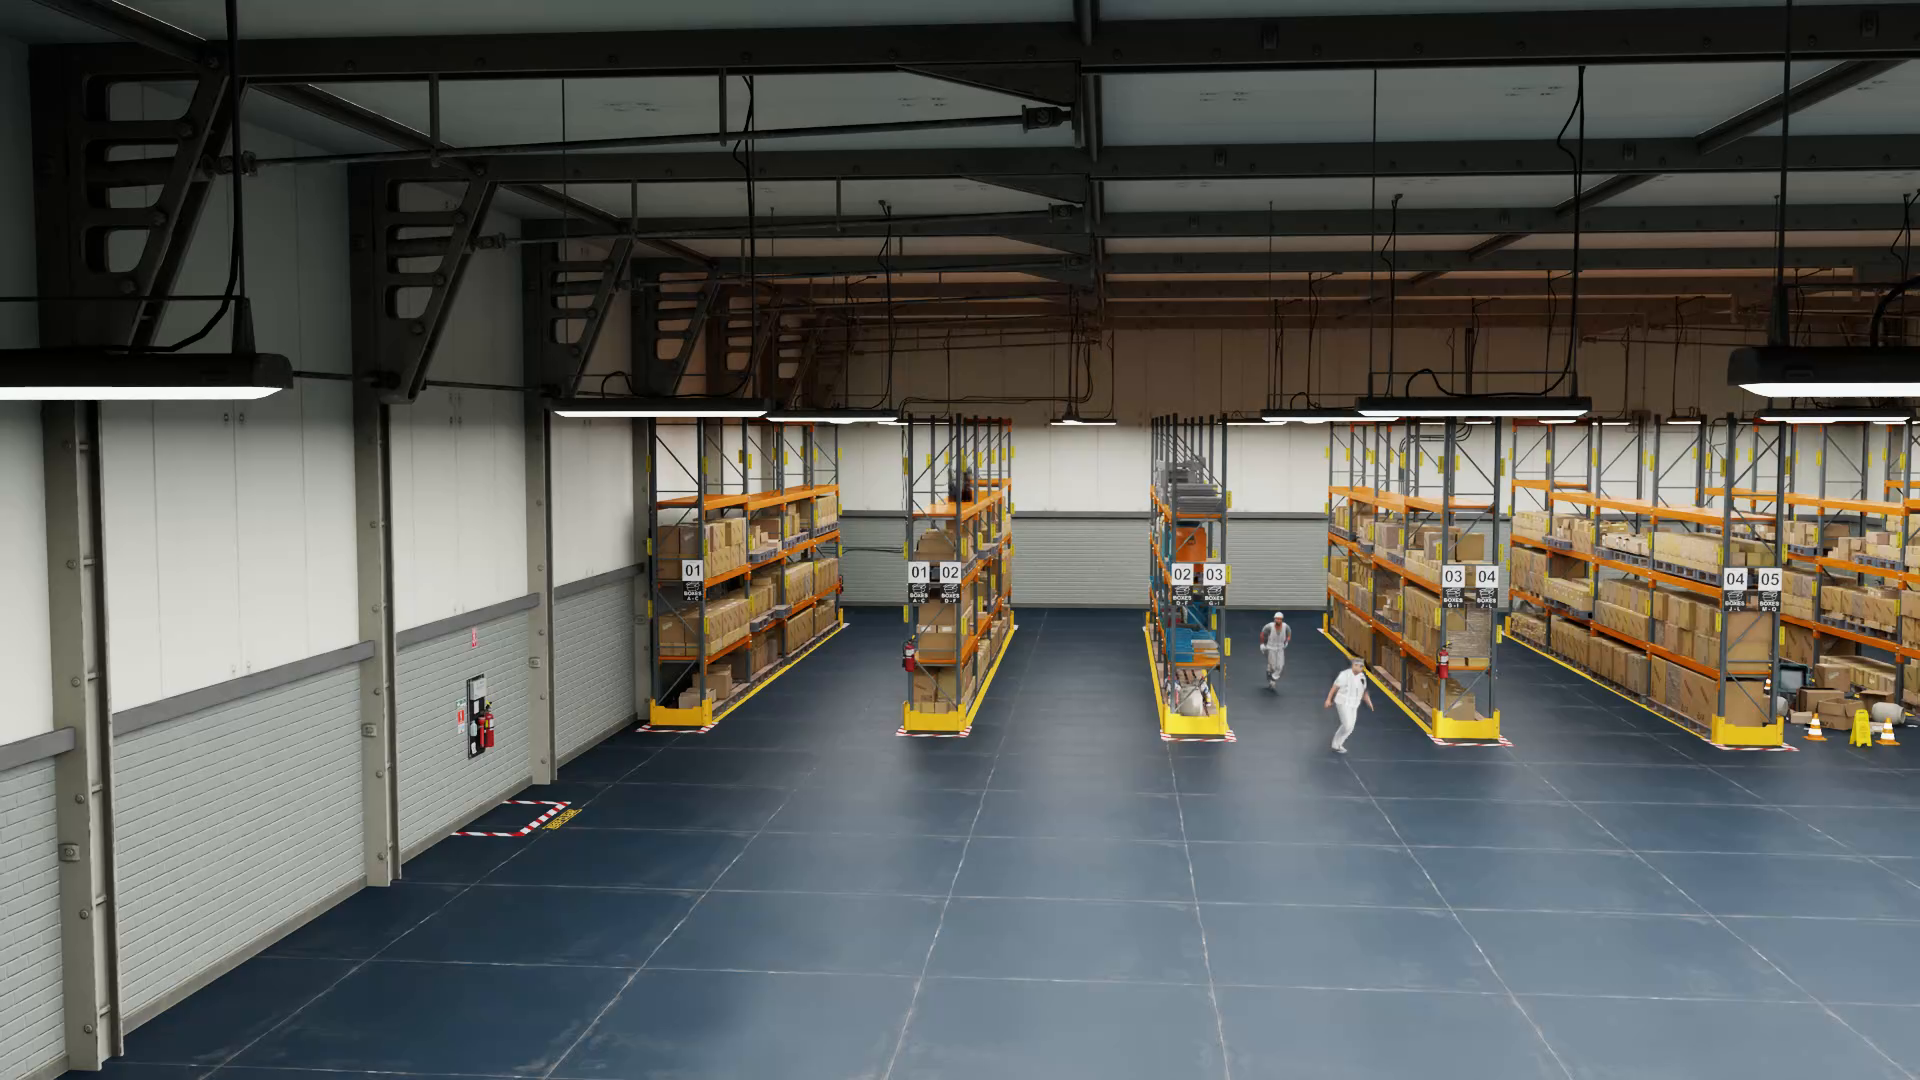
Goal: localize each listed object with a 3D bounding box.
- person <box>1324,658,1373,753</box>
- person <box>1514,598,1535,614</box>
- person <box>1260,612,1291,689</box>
[{"bbox_3d":[6.858,2.906,29.258,0.655,1.705,0.694,-3,5,-34],"label":"person"},{"bbox_3d":[16.062,1.709,47.139,0.855,1.716,0.539,-1,4,-11],"label":"person"},{"bbox_3d":[6.930,2.415,36.458,0.625,1.709,0.717,-1,4,-12],"label":"person"}]
